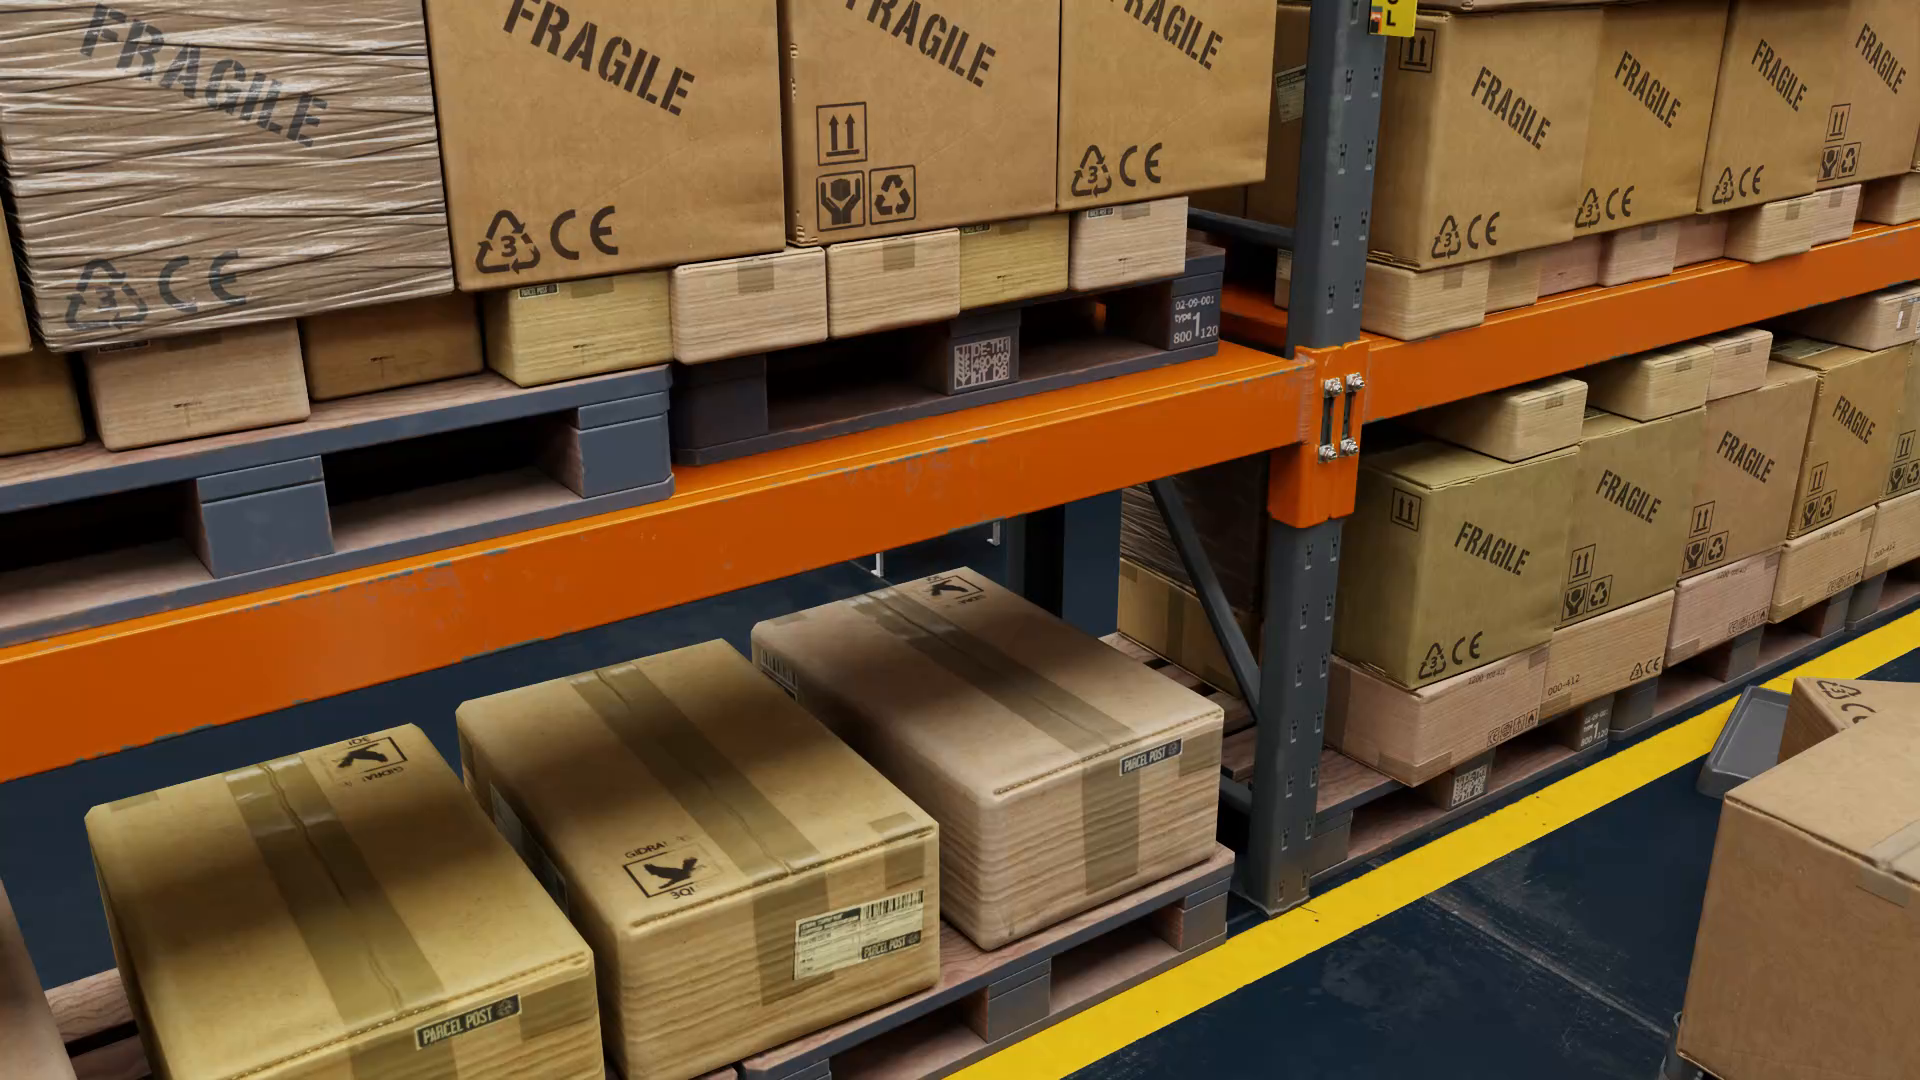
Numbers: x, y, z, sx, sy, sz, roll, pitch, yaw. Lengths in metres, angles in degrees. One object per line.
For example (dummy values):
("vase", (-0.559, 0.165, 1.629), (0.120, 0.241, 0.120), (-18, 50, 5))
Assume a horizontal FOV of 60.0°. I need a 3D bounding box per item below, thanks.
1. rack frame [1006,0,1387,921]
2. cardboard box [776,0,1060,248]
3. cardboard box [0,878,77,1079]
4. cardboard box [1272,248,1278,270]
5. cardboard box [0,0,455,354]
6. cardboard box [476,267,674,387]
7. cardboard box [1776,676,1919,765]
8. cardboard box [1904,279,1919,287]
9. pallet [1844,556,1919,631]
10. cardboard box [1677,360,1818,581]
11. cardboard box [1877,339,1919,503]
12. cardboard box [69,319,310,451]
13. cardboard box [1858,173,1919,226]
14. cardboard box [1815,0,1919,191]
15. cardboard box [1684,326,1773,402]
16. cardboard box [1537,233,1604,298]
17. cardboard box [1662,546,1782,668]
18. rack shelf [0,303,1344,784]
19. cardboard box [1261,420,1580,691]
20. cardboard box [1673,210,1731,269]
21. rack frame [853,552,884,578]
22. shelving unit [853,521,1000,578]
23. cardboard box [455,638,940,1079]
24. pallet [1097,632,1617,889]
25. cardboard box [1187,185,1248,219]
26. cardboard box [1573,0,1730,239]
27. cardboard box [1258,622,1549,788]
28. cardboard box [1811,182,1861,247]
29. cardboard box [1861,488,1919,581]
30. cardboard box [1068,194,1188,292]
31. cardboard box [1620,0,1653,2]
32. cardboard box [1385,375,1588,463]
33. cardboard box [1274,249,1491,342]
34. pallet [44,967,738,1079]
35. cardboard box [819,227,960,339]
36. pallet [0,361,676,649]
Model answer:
("rack frame", (0.459, -0.699, 3.602), (0.127, 3.000, 1.000), (-15, 26, -33))
("cardboard box", (-0.184, -0.802, 2.757), (0.500, 0.500, 0.500), (-15, 26, -33))
("cardboard box", (-1.729, 0.910, 2.547), (0.625, 0.372, 0.950), (-16, 27, -34))
("cardboard box", (0.740, -0.800, 4.193), (0.250, 0.149, 0.380), (-14, 26, -32))
("cardboard box", (-1.031, -0.579, 2.197), (0.500, 0.500, 0.500), (-16, 27, -35))
("cardboard box", (-0.634, -0.367, 2.541), (0.250, 0.149, 0.380), (-15, 26, -33))
("cardboard box", (2.124, 0.638, 3.620), (0.500, 0.500, 0.500), (2, 22, 4))
("cardboard box", (2.743, -0.728, 4.929), (0.250, 0.149, 0.380), (-14, 26, -32))
("pallet", (2.964, -0.088, 5.833), (1.213, 0.211, 1.003), (-15, 26, -33))
("cardboard box", (1.945, -0.243, 4.590), (0.500, 0.500, 0.500), (-13, 25, -30))
("cardboard box", (2.786, -0.466, 5.148), (0.500, 0.500, 0.500), (-14, 26, -31))
("cardboard box", (-1.075, -0.262, 2.277), (0.250, 0.149, 0.380), (-14, 26, -31))
("cardboard box", (2.530, -1.005, 4.708), (0.250, 0.149, 0.380), (-15, 26, -33))
("cardboard box", (2.187, -1.231, 4.398), (0.500, 0.500, 0.500), (-15, 26, -32))
("cardboard box", (1.865, -0.493, 4.342), (0.250, 0.149, 0.380), (-13, 25, -30))
("cardboard box", (1.275, -0.691, 3.921), (0.250, 0.149, 0.380), (-15, 26, -33))
("cardboard box", (1.952, 0.102, 4.738), (0.500, 0.250, 0.500), (-15, 26, -34))
("rack shelf", (-1.164, 0.068, 2.650), (4.000, 0.370, 1.077), (-15, 26, -33))
("cardboard box", (1.096, -0.012, 4.011), (0.500, 0.500, 0.500), (-14, 25, -30))
("cardboard box", (1.694, -0.802, 4.197), (0.250, 0.149, 0.380), (-15, 26, -33))
("rack frame", (-0.332, -0.469, 5.452), (0.015, 1.200, 0.240), (-15, 26, -33))
("shelving unit", (-0.134, -0.521, 5.584), (0.503, 1.200, 0.258), (-15, 26, -33))
("cardboard box", (-0.547, 0.597, 3.332), (0.625, 0.372, 0.950), (-13, 25, -30))
("pallet", (0.984, 0.440, 4.510), (1.213, 0.211, 1.003), (-15, 26, -33))
("cardboard box", (0.675, -1.055, 3.957), (0.500, 0.500, 0.500), (-16, 27, -34))
("cardboard box", (1.373, -1.011, 3.847), (0.500, 0.500, 0.500), (-15, 26, -33))
("cardboard box", (1.096, 0.336, 4.150), (0.500, 0.250, 0.500), (-16, 27, -35))
("cardboard box", (2.134, -0.891, 4.422), (0.250, 0.149, 0.380), (-15, 26, -33))
("cardboard box", (2.782, -0.118, 5.287), (0.500, 0.250, 0.500), (-15, 26, -33))
("cardboard box", (0.203, -0.583, 3.083), (0.250, 0.149, 0.380), (-14, 26, -32))
("cardboard box", (1.370, -1.482, 3.679), (0.500, 0.500, 0.700), (-15, 26, -33))
("cardboard box", (1.232, -0.322, 3.914), (0.250, 0.149, 0.380), (-14, 26, -32))
("cardboard box", (0.902, -0.554, 3.578), (0.250, 0.149, 0.380), (-15, 26, -33))
("pallet", (-1.163, 1.030, 3.030), (1.213, 0.211, 1.003), (-15, 26, -33))
("cardboard box", (-0.210, -0.465, 2.787), (0.250, 0.149, 0.380), (-15, 26, -34))
("pallet", (-1.205, -0.185, 2.572), (1.213, 0.211, 1.003), (-15, 26, -33))
